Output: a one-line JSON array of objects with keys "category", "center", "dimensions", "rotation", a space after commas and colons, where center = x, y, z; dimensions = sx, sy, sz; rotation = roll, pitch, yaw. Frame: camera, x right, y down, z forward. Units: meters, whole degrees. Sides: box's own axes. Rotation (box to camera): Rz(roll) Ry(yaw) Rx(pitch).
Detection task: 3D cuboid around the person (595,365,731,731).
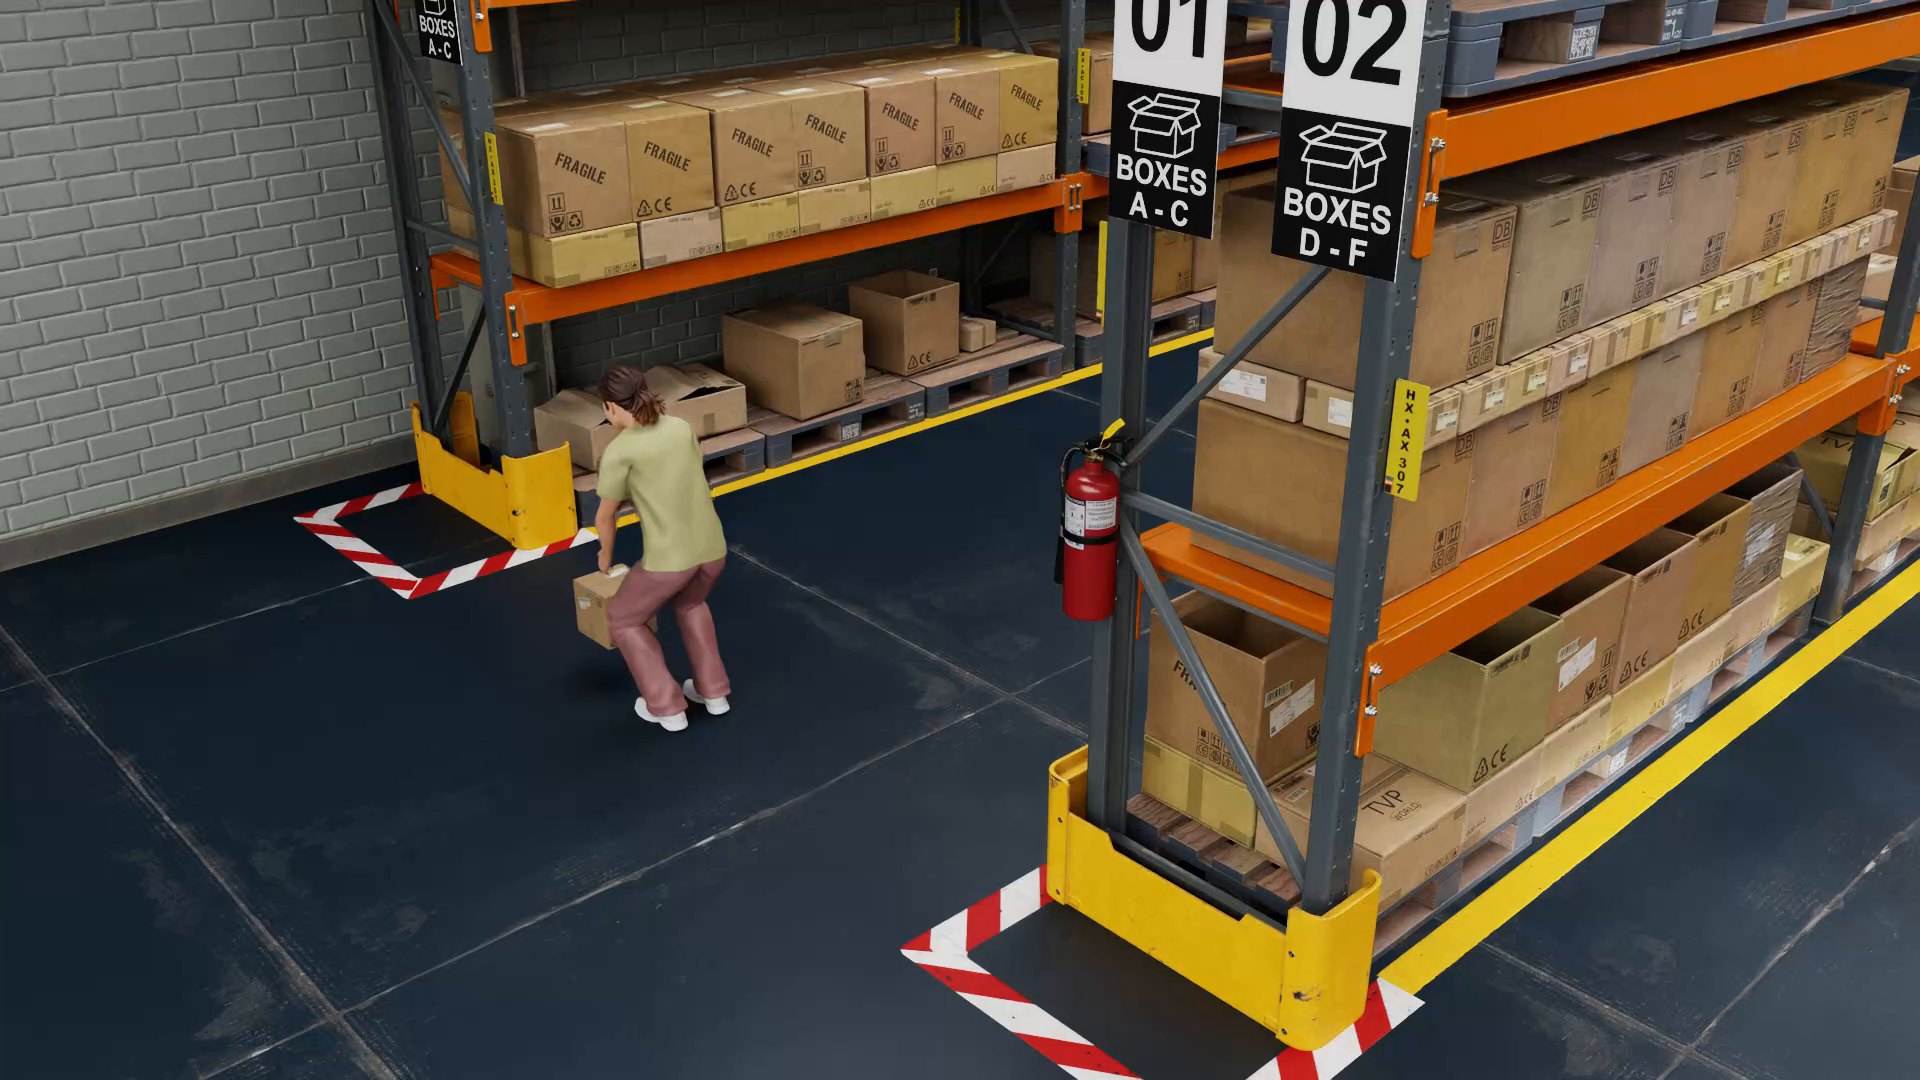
[{"category": "person", "center": [-1.220, 0.047, 6.733], "dimensions": [0.502, 1.493, 0.554], "rotation": [-20, 31, -37]}]
